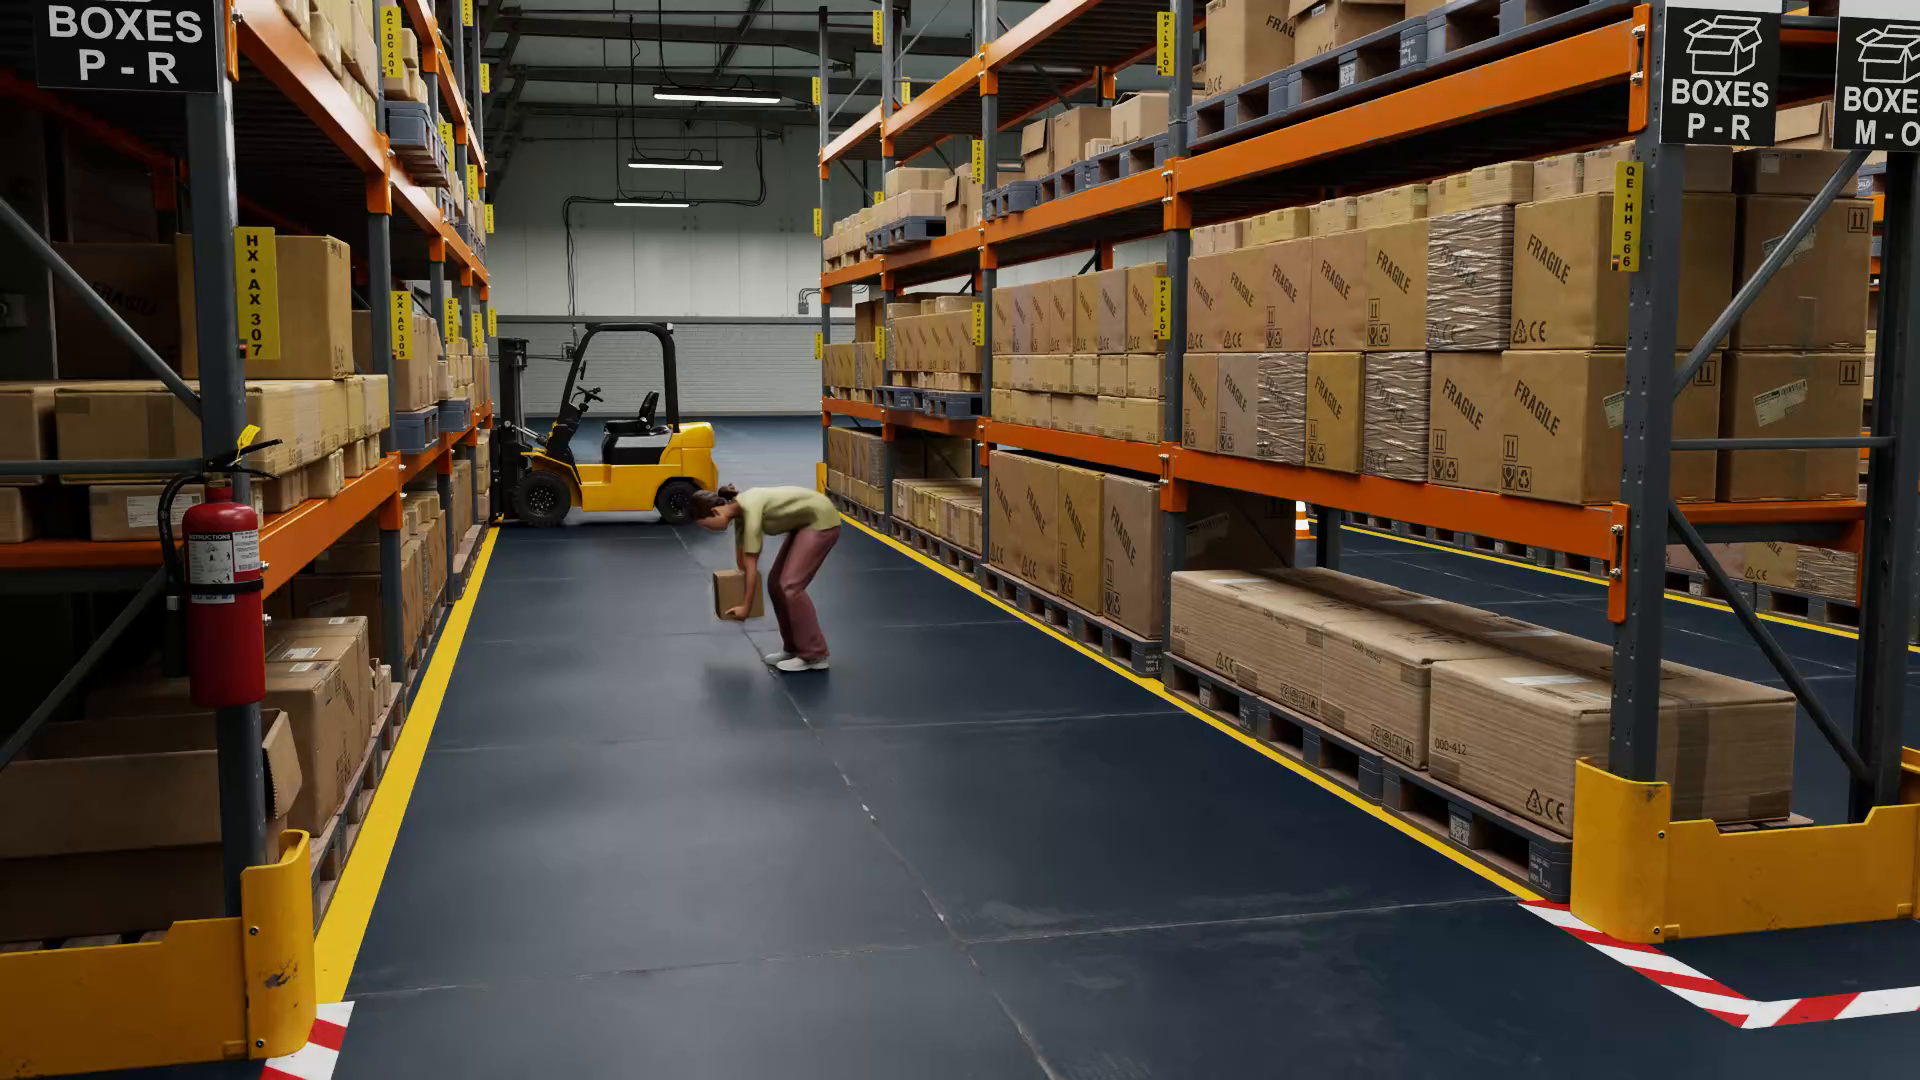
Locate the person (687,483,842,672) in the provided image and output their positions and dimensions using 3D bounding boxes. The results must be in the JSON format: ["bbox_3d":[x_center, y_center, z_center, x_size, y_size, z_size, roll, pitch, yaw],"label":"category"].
[{"bbox_3d":[-1.114,0.204,9.512,0.872,1.084,0.423,-2,6,-16],"label":"person"}]
